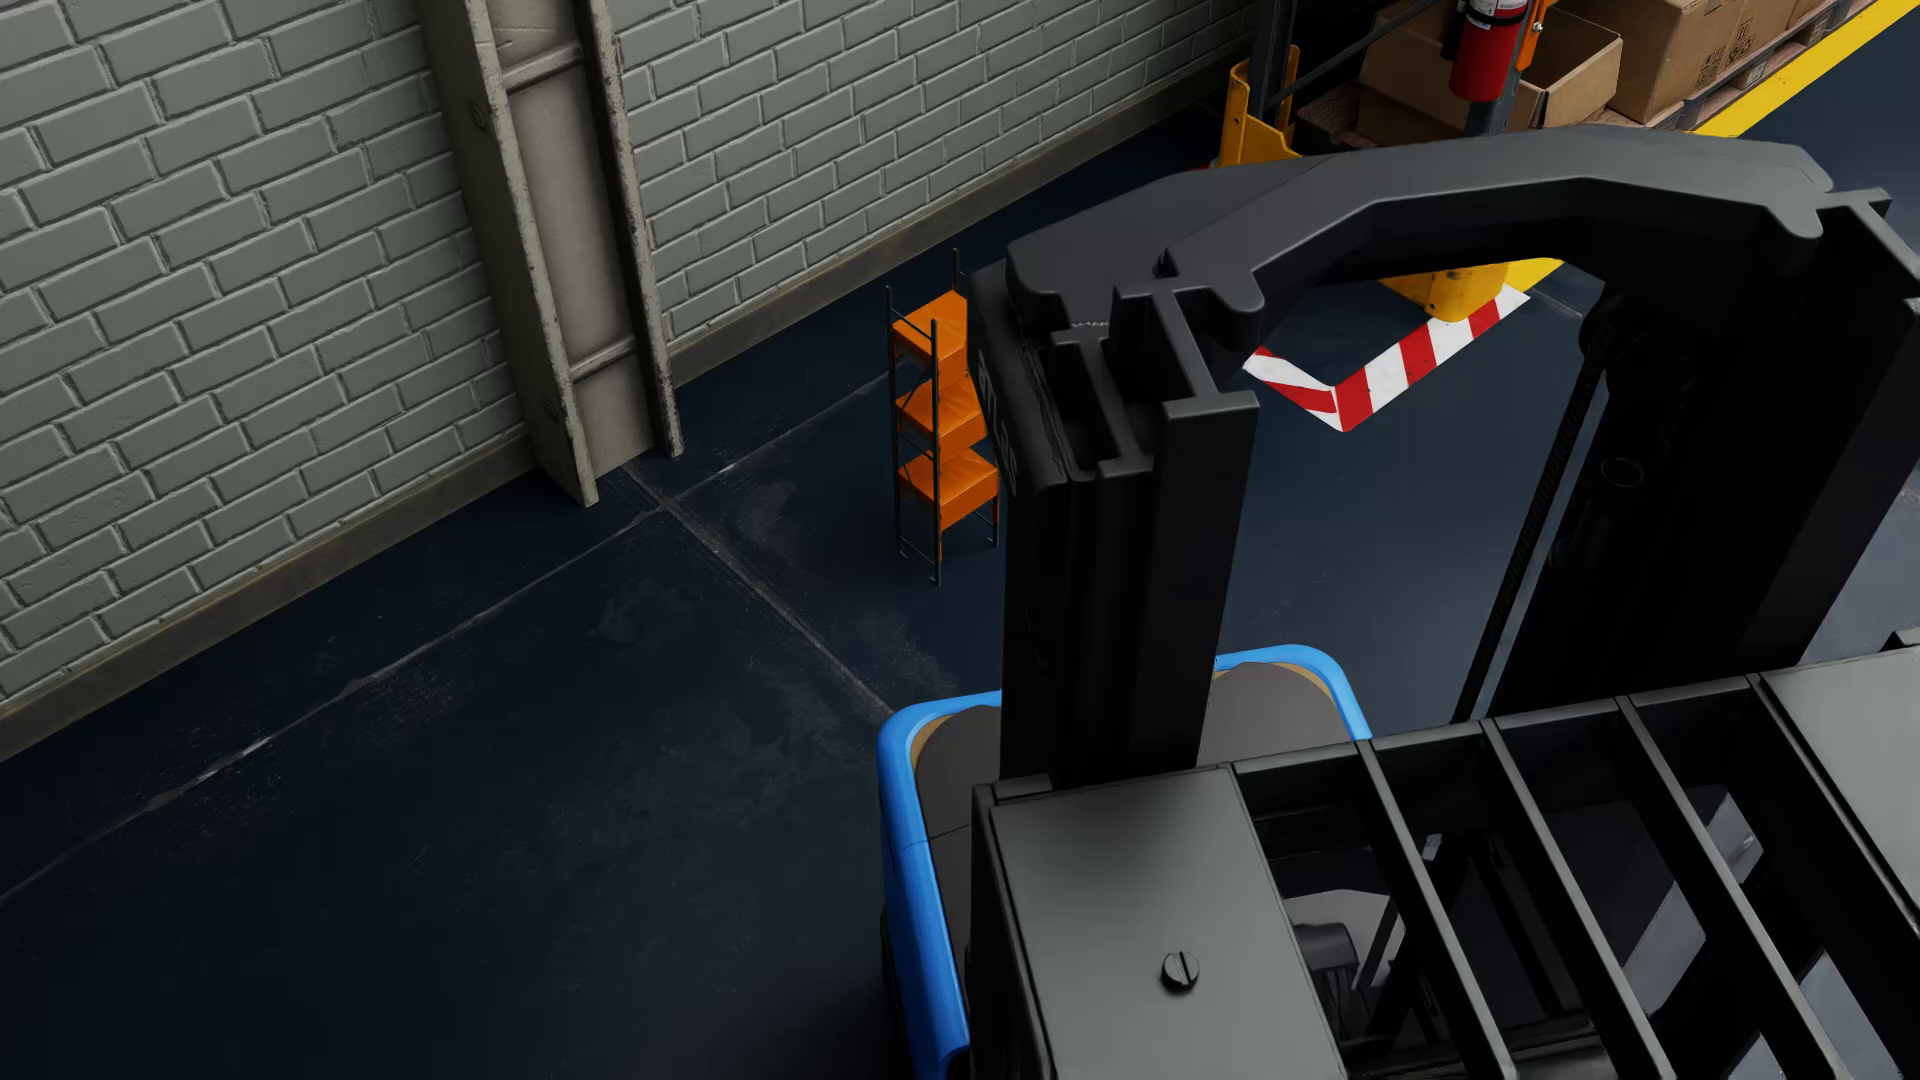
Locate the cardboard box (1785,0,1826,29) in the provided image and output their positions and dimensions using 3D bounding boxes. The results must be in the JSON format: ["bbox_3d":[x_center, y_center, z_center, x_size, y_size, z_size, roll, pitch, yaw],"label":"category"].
[{"bbox_3d":[3.383,-2.603,7.026,0.500,0.500,0.700,-36,57,-28],"label":"cardboard box"}]

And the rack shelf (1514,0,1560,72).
[{"bbox_3d":[2.919,-2.888,6.363,4.000,0.370,1.077,-34,56,-27],"label":"rack shelf"}]

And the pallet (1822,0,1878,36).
[{"bbox_3d":[3.890,-2.836,7.723,1.213,0.211,1.003,-34,56,-27],"label":"pallet"}]

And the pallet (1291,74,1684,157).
[{"bbox_3d":[2.085,-1.629,6.610,1.213,0.211,1.003,-34,56,-27],"label":"pallet"}]

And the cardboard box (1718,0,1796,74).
[{"bbox_3d":[3.073,-2.297,6.744,0.500,0.500,0.500,-33,55,-27],"label":"cardboard box"}]

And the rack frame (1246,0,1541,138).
[{"bbox_3d":[1.440,-2.143,5.186,0.127,3.000,1.000,-34,56,-27],"label":"rack frame"}]

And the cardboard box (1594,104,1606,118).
[{"bbox_3d":[2.297,-1.758,6.485,0.250,0.149,0.380,-36,57,-28],"label":"cardboard box"}]

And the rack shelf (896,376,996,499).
[{"bbox_3d":[-0.040,-0.322,4.847,0.240,0.259,0.215,-34,56,-27],"label":"rack shelf"}]

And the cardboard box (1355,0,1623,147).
[{"bbox_3d":[1.956,-1.690,6.181,0.637,0.503,0.797,-36,57,-28],"label":"cardboard box"}]

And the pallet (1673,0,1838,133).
[{"bbox_3d":[2.987,-2.230,7.164,1.213,0.211,1.003,-34,56,-27],"label":"pallet"}]

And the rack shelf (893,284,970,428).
[{"bbox_3d":[-0.040,-0.515,4.639,0.240,0.259,0.215,-34,56,-27],"label":"rack shelf"}]

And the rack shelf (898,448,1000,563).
[{"bbox_3d":[-0.040,-0.134,5.052,0.240,0.259,0.215,-34,56,-27],"label":"rack shelf"}]

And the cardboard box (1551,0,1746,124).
[{"bbox_3d":[2.615,-2.090,6.553,0.500,0.500,0.700,-32,55,-26],"label":"cardboard box"}]

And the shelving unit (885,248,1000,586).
[{"bbox_3d":[-0.040,-0.330,4.840,0.252,1.050,0.215,-34,56,-27],"label":"shelving unit"}]

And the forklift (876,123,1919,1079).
[{"bbox_3d":[0.602,1.081,2.259,1.130,2.935,3.031,-8,48,-8],"label":"forklift"}]

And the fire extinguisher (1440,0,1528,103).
[{"bbox_3d":[1.642,-1.666,5.053,0.183,0.674,0.296,-34,56,-27],"label":"fire extinguisher"}]

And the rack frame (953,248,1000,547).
[{"bbox_3d":[0.051,-0.390,4.895,0.008,1.050,0.200,-34,56,-27],"label":"rack frame"}]

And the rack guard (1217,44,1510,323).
[{"bbox_3d":[1.496,-1.333,6.140,0.348,0.500,1.175,-34,56,-27],"label":"rack guard"}]

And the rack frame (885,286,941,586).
[{"bbox_3d":[-0.130,-0.269,4.784,0.008,1.050,0.200,-34,56,-27],"label":"rack frame"}]
